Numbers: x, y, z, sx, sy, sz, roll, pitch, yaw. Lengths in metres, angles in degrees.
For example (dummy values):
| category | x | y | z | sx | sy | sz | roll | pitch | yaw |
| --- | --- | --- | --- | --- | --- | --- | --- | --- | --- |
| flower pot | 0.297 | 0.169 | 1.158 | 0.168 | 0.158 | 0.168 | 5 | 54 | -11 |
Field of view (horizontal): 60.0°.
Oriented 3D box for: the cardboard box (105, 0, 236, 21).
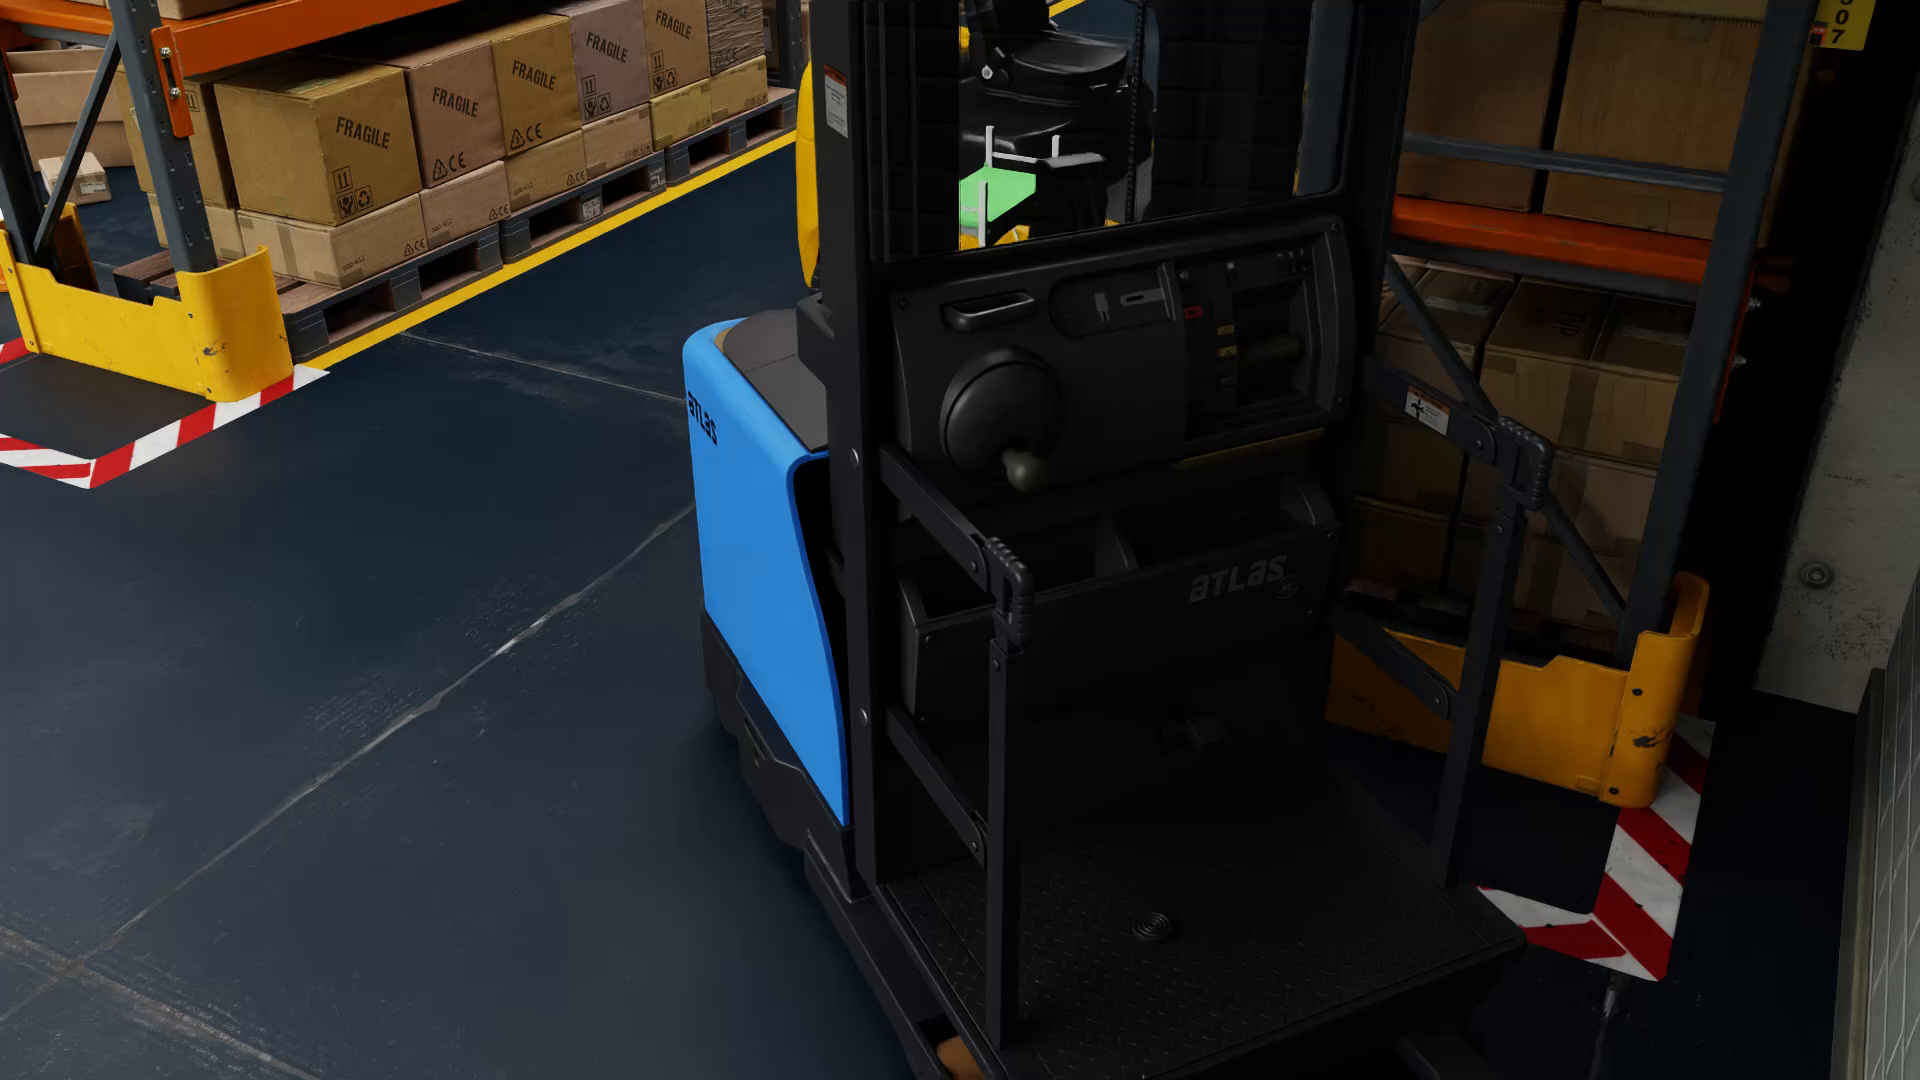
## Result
| category | x | y | z | sx | sy | sz | roll | pitch | yaw |
| --- | --- | --- | --- | --- | --- | --- | --- | --- | --- |
| cardboard box | -2.818 | -1.965 | 5.912 | 0.380 | 0.149 | 0.250 | 14 | 33 | 23 |

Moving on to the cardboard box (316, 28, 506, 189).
| category | x | y | z | sx | sy | sz | roll | pitch | yaw |
| --- | --- | --- | --- | --- | --- | --- | --- | --- | --- |
| cardboard box | -2.299 | -1.824 | 7.000 | 0.500 | 0.500 | 0.500 | 13 | 32 | 21 |

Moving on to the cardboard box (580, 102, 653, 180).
| category | x | y | z | sx | sy | sz | roll | pitch | yaw |
| --- | --- | --- | --- | --- | --- | --- | --- | --- | --- |
| cardboard box | -1.834 | -1.948 | 7.969 | 0.500 | 0.250 | 0.500 | 15 | 33 | 24 |

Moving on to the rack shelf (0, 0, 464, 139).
| category | x | y | z | sx | sy | sz | roll | pitch | yaw |
| --- | --- | --- | --- | --- | --- | --- | --- | --- | --- |
| rack shelf | -2.246 | -2.545 | 7.393 | 1.077 | 0.370 | 4.000 | 14 | 33 | 23 |

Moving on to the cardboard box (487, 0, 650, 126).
| category | x | y | z | sx | sy | sz | roll | pitch | yaw |
| --- | --- | --- | --- | --- | --- | --- | --- | --- | --- |
| cardboard box | -1.827 | -2.283 | 7.800 | 0.500 | 0.500 | 0.500 | 16 | 34 | 26 |

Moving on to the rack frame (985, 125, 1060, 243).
| category | x | y | z | sx | sy | sz | roll | pitch | yaw |
| --- | --- | --- | --- | --- | --- | --- | --- | --- | --- |
| rack frame | 0.187 | -0.702 | 5.267 | 0.240 | 1.200 | 0.015 | 14 | 33 | 23 |

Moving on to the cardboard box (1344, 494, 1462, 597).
| category | x | y | z | sx | sy | sz | roll | pitch | yaw |
| --- | --- | --- | --- | --- | --- | --- | --- | --- | --- |
| cardboard box | 1.196 | -0.116 | 4.779 | 0.500 | 0.250 | 0.500 | 15 | 33 | 24 |

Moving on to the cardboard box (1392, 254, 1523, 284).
| category | x | y | z | sx | sy | sz | roll | pitch | yaw |
| --- | --- | --- | --- | --- | --- | --- | --- | --- | --- |
| cardboard box | 1.423 | -0.772 | 4.918 | 0.500 | 0.250 | 0.500 | 15 | 33 | 24 |

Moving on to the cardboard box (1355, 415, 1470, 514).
| category | x | y | z | sx | sy | sz | roll | pitch | yaw |
| --- | --- | --- | --- | --- | --- | --- | --- | --- | --- |
| cardboard box | 1.207 | -0.339 | 4.666 | 0.500 | 0.250 | 0.500 | 14 | 33 | 23 |

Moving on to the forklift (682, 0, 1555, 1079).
| category | x | y | z | sx | sy | sz | roll | pitch | yaw |
| --- | --- | --- | --- | --- | --- | --- | --- | --- | --- |
| forklift | 0.406 | -0.292 | 2.815 | 1.130 | 2.935 | 3.031 | -13 | 32 | -22 |

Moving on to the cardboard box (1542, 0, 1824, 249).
| category | x | y | z | sx | sy | sz | roll | pitch | yaw |
| --- | --- | --- | --- | --- | --- | --- | --- | --- | --- |
| cardboard box | 1.736 | -1.046 | 3.959 | 0.500 | 0.500 | 0.500 | 15 | 33 | 25 |

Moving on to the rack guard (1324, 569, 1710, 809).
| category | x | y | z | sx | sy | sz | roll | pitch | yaw |
| --- | --- | --- | --- | --- | --- | --- | --- | --- | --- |
| rack guard | 1.252 | 0.248 | 4.315 | 1.175 | 0.500 | 0.348 | 14 | 33 | 23 |

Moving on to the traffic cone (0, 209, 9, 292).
| category | x | y | z | sx | sy | sz | roll | pitch | yaw |
| --- | --- | --- | --- | --- | --- | --- | --- | --- | --- |
| traffic cone | -4.110 | -1.354 | 7.143 | 0.336 | 0.463 | 0.334 | 14 | 33 | 23 |

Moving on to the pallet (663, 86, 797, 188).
| category | x | y | z | sx | sy | sz | roll | pitch | yaw |
| --- | --- | --- | --- | --- | --- | --- | --- | --- | --- |
| pallet | -1.609 | -2.229 | 8.919 | 1.003 | 0.211 | 1.213 | 14 | 33 | 23 |

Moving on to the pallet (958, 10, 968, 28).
| category | x | y | z | sx | sy | sz | roll | pitch | yaw |
| --- | --- | --- | --- | --- | --- | --- | --- | --- | --- |
| pallet | -0.427 | -3.423 | 10.999 | 1.003 | 0.211 | 1.213 | 14 | 33 | 23 |

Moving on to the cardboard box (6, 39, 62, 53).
| category | x | y | z | sx | sy | sz | roll | pitch | yaw |
| --- | --- | --- | --- | --- | --- | --- | --- | --- | --- |
| cardboard box | -5.581 | -2.818 | 9.653 | 0.500 | 0.500 | 0.500 | 21 | 36 | 32 |

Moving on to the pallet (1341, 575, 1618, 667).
| category | x | y | z | sx | sy | sz | roll | pitch | yaw |
| --- | --- | --- | --- | --- | --- | --- | --- | --- | --- |
| pallet | 1.574 | 0.014 | 5.013 | 1.003 | 0.211 | 1.213 | 14 | 33 | 23 |

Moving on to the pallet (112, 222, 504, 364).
| category | x | y | z | sx | sy | sz | roll | pitch | yaw |
| --- | --- | --- | --- | --- | --- | --- | --- | --- | --- |
| pallet | -2.721 | -1.147 | 7.036 | 1.003 | 0.211 | 1.213 | 14 | 33 | 23 |

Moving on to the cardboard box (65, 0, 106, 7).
| category | x | y | z | sx | sy | sz | roll | pitch | yaw |
| --- | --- | --- | --- | --- | --- | --- | --- | --- | --- |
| cardboard box | -3.177 | -2.076 | 6.105 | 0.380 | 0.149 | 0.250 | 15 | 33 | 25 |

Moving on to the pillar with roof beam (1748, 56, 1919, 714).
| category | x | y | z | sx | sy | sz | roll | pitch | yaw |
| --- | --- | --- | --- | --- | --- | --- | --- | --- | --- |
| pillar with roof beam | -1.450 | -4.529 | 4.100 | 9.100 | 9.000 | 0.400 | 14 | 33 | 23 |

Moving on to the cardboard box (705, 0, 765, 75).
| category | x | y | z | sx | sy | sz | roll | pitch | yaw |
| --- | --- | --- | --- | --- | --- | --- | --- | --- | --- |
| cardboard box | -1.366 | -2.736 | 8.588 | 0.500 | 0.500 | 0.500 | 14 | 33 | 23 |

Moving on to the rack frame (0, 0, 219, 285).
| category | x | y | z | sx | sy | sz | roll | pitch | yaw |
| --- | --- | --- | --- | --- | --- | --- | --- | --- | --- |
| rack frame | -3.157 | -1.971 | 5.669 | 1.000 | 3.000 | 0.127 | 14 | 33 | 23 |

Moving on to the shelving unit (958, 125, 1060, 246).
| category | x | y | z | sx | sy | sz | roll | pitch | yaw |
| --- | --- | --- | --- | --- | --- | --- | --- | --- | --- |
| shelving unit | 0.075 | -0.594 | 5.079 | 0.258 | 1.200 | 0.503 | 14 | 33 | 23 |

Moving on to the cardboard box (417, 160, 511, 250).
| category | x | y | z | sx | sy | sz | roll | pitch | yaw |
| --- | --- | --- | --- | --- | --- | --- | --- | --- | --- |
| cardboard box | -2.304 | -1.480 | 7.154 | 0.500 | 0.250 | 0.500 | 16 | 33 | 25 |

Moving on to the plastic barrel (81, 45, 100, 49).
| category | x | y | z | sx | sy | sz | roll | pitch | yaw |
| --- | --- | --- | --- | --- | --- | --- | --- | --- | --- |
| plastic barrel | -4.939 | -2.854 | 9.795 | 0.421 | 0.421 | 0.512 | -12 | 32 | -20 |

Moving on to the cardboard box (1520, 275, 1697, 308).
| category | x | y | z | sx | sy | sz | roll | pitch | yaw |
| --- | --- | --- | --- | --- | --- | --- | --- | --- | --- |
| cardboard box | 1.875 | -0.662 | 4.726 | 0.500 | 0.250 | 0.500 | 14 | 33 | 23 |

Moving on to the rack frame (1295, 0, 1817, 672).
| category | x | y | z | sx | sy | sz | roll | pitch | yaw |
| --- | --- | --- | --- | --- | --- | --- | --- | --- | --- |
| rack frame | 1.263 | -0.846 | 3.711 | 1.000 | 3.000 | 0.127 | 14 | 33 | 23 |

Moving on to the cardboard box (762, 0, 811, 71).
| category | x | y | z | sx | sy | sz | roll | pitch | yaw |
| --- | --- | --- | --- | --- | --- | --- | --- | --- | --- |
| cardboard box | -1.098 | -3.020 | 9.713 | 0.950 | 0.372 | 0.625 | 15 | 33 | 24 |

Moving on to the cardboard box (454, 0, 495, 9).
| category | x | y | z | sx | sy | sz | roll | pitch | yaw |
| --- | --- | --- | --- | --- | --- | --- | --- | --- | --- |
| cardboard box | -2.315 | -2.389 | 7.984 | 0.500 | 0.500 | 0.500 | 16 | 34 | 26 |

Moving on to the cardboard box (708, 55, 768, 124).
| category | x | y | z | sx | sy | sz | roll | pitch | yaw |
| --- | --- | --- | --- | --- | --- | --- | --- | --- | --- |
| cardboard box | -1.365 | -2.411 | 8.775 | 0.500 | 0.250 | 0.500 | 16 | 33 | 25 |

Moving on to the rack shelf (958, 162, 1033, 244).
| category | x | y | z | sx | sy | sz | roll | pitch | yaw |
| --- | --- | --- | --- | --- | --- | --- | --- | --- | --- |
| rack shelf | 0.075 | -0.955 | 4.872 | 0.258 | 0.148 | 0.480 | 14 | 33 | 23 |

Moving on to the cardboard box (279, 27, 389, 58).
| category | x | y | z | sx | sy | sz | roll | pitch | yaw |
| --- | --- | --- | --- | --- | --- | --- | --- | --- | --- |
| cardboard box | -2.790 | -1.932 | 7.189 | 0.500 | 0.500 | 0.500 | 16 | 33 | 25 |
